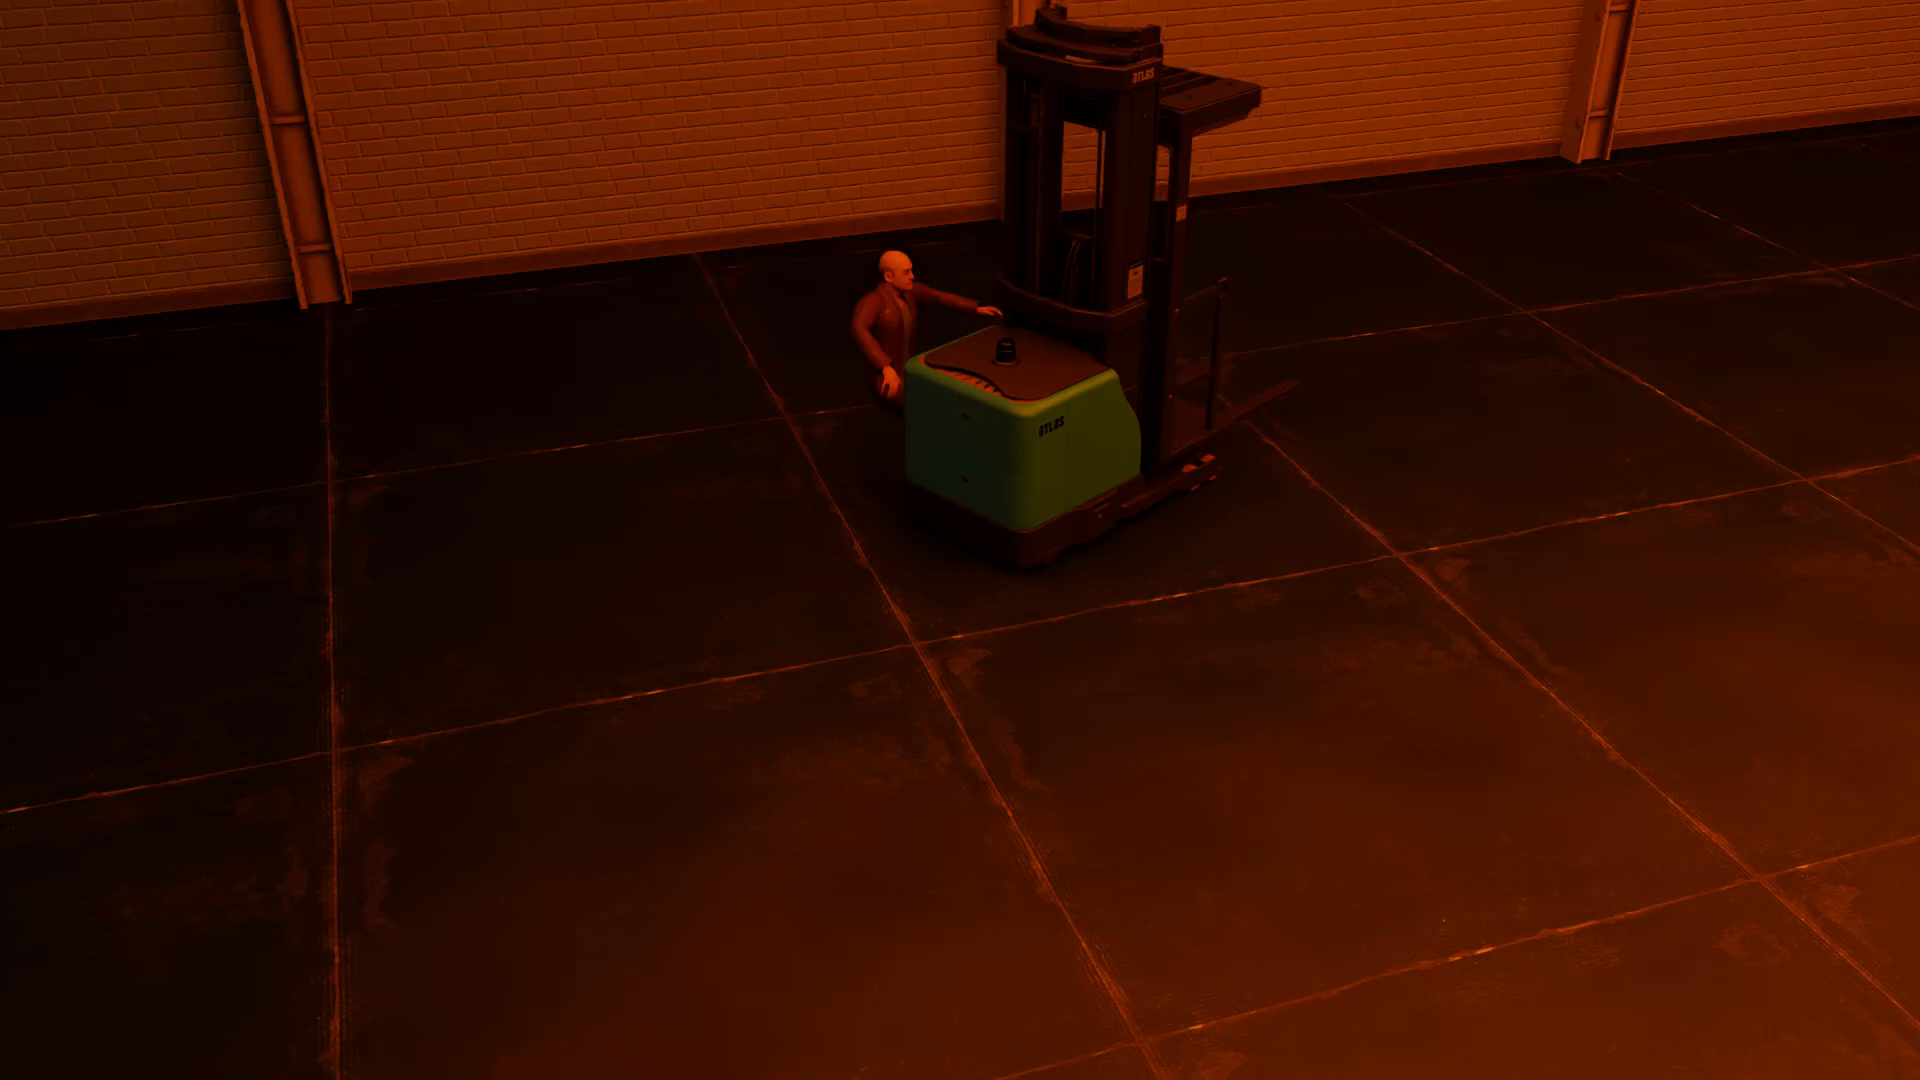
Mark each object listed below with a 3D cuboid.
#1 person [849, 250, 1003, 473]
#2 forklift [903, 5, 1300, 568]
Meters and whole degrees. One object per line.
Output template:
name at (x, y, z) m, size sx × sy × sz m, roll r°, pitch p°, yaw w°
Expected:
person at (-0.176, -0.992, 10.201) m, size 0.893 × 1.511 × 1.097 m, roll 9°, pitch 31°, yaw 16°
forklift at (1.047, -1.745, 10.120) m, size 1.130 × 2.935 × 3.031 m, roll 26°, pitch 39°, yaw 37°
